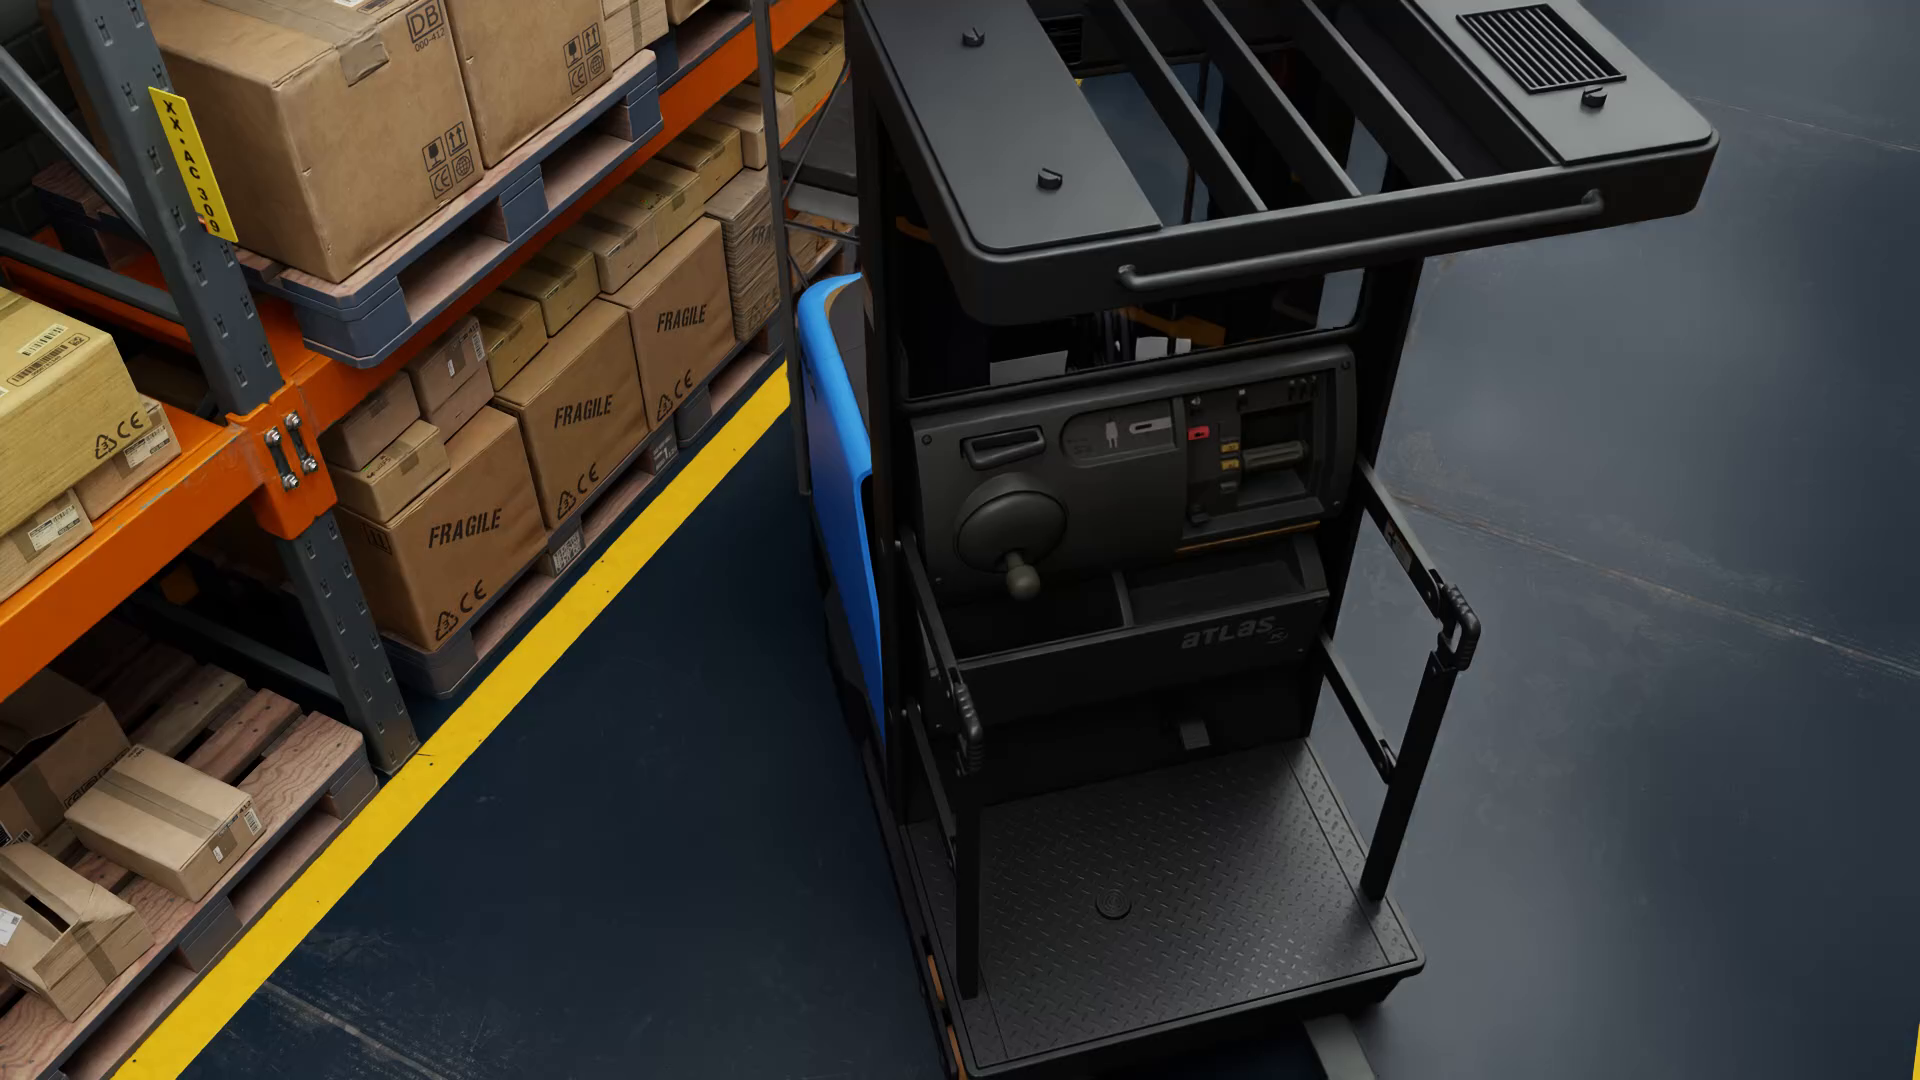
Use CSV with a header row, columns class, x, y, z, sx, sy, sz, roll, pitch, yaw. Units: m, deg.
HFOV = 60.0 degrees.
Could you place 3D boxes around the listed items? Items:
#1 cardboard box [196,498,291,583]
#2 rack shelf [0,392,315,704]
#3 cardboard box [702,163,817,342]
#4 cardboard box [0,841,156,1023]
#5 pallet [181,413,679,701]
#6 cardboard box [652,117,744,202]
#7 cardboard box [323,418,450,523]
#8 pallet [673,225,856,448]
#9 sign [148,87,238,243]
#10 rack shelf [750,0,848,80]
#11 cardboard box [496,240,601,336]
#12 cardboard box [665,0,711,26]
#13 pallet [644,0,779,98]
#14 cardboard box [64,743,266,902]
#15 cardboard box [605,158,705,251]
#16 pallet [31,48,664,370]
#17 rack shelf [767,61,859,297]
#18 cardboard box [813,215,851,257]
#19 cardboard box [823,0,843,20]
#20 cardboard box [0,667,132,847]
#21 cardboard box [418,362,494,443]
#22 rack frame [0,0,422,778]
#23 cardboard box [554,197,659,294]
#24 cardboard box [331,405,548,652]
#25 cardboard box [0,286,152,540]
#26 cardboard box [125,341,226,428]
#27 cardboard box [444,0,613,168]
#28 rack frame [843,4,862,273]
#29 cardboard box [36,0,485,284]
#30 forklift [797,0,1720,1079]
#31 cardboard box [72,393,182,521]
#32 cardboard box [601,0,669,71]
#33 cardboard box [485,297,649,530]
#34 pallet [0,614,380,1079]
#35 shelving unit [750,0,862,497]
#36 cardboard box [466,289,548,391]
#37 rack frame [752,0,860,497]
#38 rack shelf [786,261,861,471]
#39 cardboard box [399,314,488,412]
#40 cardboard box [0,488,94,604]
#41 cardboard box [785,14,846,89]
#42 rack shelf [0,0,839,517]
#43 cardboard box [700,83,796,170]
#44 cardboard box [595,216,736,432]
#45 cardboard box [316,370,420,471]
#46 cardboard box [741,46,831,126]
class,x,y,z,sx,sy,sz,roll,pitch,yaw
cardboard box,-2.018,-0.276,4.876,0.500,0.500,0.500,20,49,19
rack shelf,-2.913,0.913,2.745,1.077,0.370,4.000,20,49,19
cardboard box,-0.840,-1.076,5.666,0.500,0.500,0.500,19,48,18
cardboard box,-2.148,0.886,3.892,0.396,0.266,0.258,22,49,20
pallet,-1.640,-0.145,5.245,1.003,0.211,1.213,20,49,19
cardboard box,-0.932,-1.258,5.390,0.380,0.149,0.250,21,49,19
cardboard box,-1.582,-0.235,4.379,0.380,0.149,0.250,23,50,21
pallet,-1.075,-0.916,6.007,1.003,0.211,1.213,20,49,19
sign,-1.500,-0.730,3.254,0.100,0.325,0.005,20,49,19
rack shelf,-0.239,-1.477,4.269,0.431,0.518,0.480,17,48,16
cardboard box,-1.298,-0.778,4.916,0.380,0.149,0.250,20,49,18
cardboard box,-0.957,-1.834,4.588,0.700,0.500,0.500,20,49,19
pallet,-1.026,-1.826,5.080,1.003,0.211,1.213,20,49,19
cardboard box,-1.983,0.703,4.156,0.380,0.149,0.250,19,48,18
cardboard box,-1.031,-1.078,5.213,0.380,0.149,0.250,22,49,20
pallet,-1.516,-1.000,4.264,1.003,0.211,1.213,20,49,19
rack shelf,-0.239,-0.985,4.767,0.431,0.518,0.480,17,48,16
cardboard box,-0.615,-1.409,5.996,0.500,0.500,0.500,22,49,21
cardboard box,-0.393,-1.888,6.014,0.380,0.149,0.250,19,48,18
cardboard box,-2.500,0.536,4.207,0.500,0.311,0.500,22,49,20
cardboard box,-1.522,-0.435,4.577,0.380,0.149,0.250,19,48,18
rack frame,-1.984,-0.600,3.734,1.000,3.000,0.127,20,49,19
cardboard box,-1.149,-0.923,5.059,0.380,0.149,0.250,20,49,19
cardboard box,-1.560,-0.099,4.701,0.500,0.500,0.500,22,49,21
cardboard box,-2.004,-0.250,3.285,0.500,0.250,0.500,22,49,20
cardboard box,-2.069,-0.424,4.566,0.380,0.149,0.250,19,48,18
cardboard box,-1.321,-1.340,4.100,0.700,0.500,0.500,21,49,19
rack frame,-0.143,-1.154,4.915,0.400,2.100,0.015,17,48,16
cardboard box,-1.561,-1.014,3.777,0.700,0.500,0.500,22,49,20
forklift,0.424,-0.040,3.229,1.130,2.935,3.031,-11,46,-10
cardboard box,-1.908,-0.227,3.542,0.380,0.149,0.250,21,49,20
cardboard box,-0.999,-1.449,4.372,0.396,0.266,0.258,23,50,21
cardboard box,-1.322,-0.438,5.036,0.500,0.500,0.500,20,49,19
pallet,-2.304,0.813,4.299,1.003,0.211,1.213,20,49,19
shelving unit,-0.239,-0.995,4.757,0.431,2.100,0.503,17,48,16
cardboard box,-1.413,-0.600,4.741,0.380,0.149,0.250,18,48,17
rack frame,-0.335,-0.835,4.599,0.400,2.100,0.015,17,48,16
rack shelf,-0.239,-0.493,5.265,0.431,0.518,0.480,17,48,16
cardboard box,-1.504,-0.519,4.451,0.380,0.149,0.250,18,48,17
cardboard box,-2.010,-0.056,3.373,0.380,0.149,0.250,22,49,20
cardboard box,-0.556,-1.737,5.864,0.380,0.149,0.250,22,49,20
rack shelf,-1.056,-1.607,5.235,1.077,0.370,4.000,20,49,19
cardboard box,-0.773,-1.396,5.527,0.380,0.149,0.250,18,48,17
cardboard box,-1.086,-0.751,5.345,0.500,0.500,0.500,19,48,18
cardboard box,-1.636,-0.360,4.293,0.380,0.149,0.250,20,49,18
cardboard box,-0.671,-1.580,5.709,0.380,0.149,0.250,20,49,18
